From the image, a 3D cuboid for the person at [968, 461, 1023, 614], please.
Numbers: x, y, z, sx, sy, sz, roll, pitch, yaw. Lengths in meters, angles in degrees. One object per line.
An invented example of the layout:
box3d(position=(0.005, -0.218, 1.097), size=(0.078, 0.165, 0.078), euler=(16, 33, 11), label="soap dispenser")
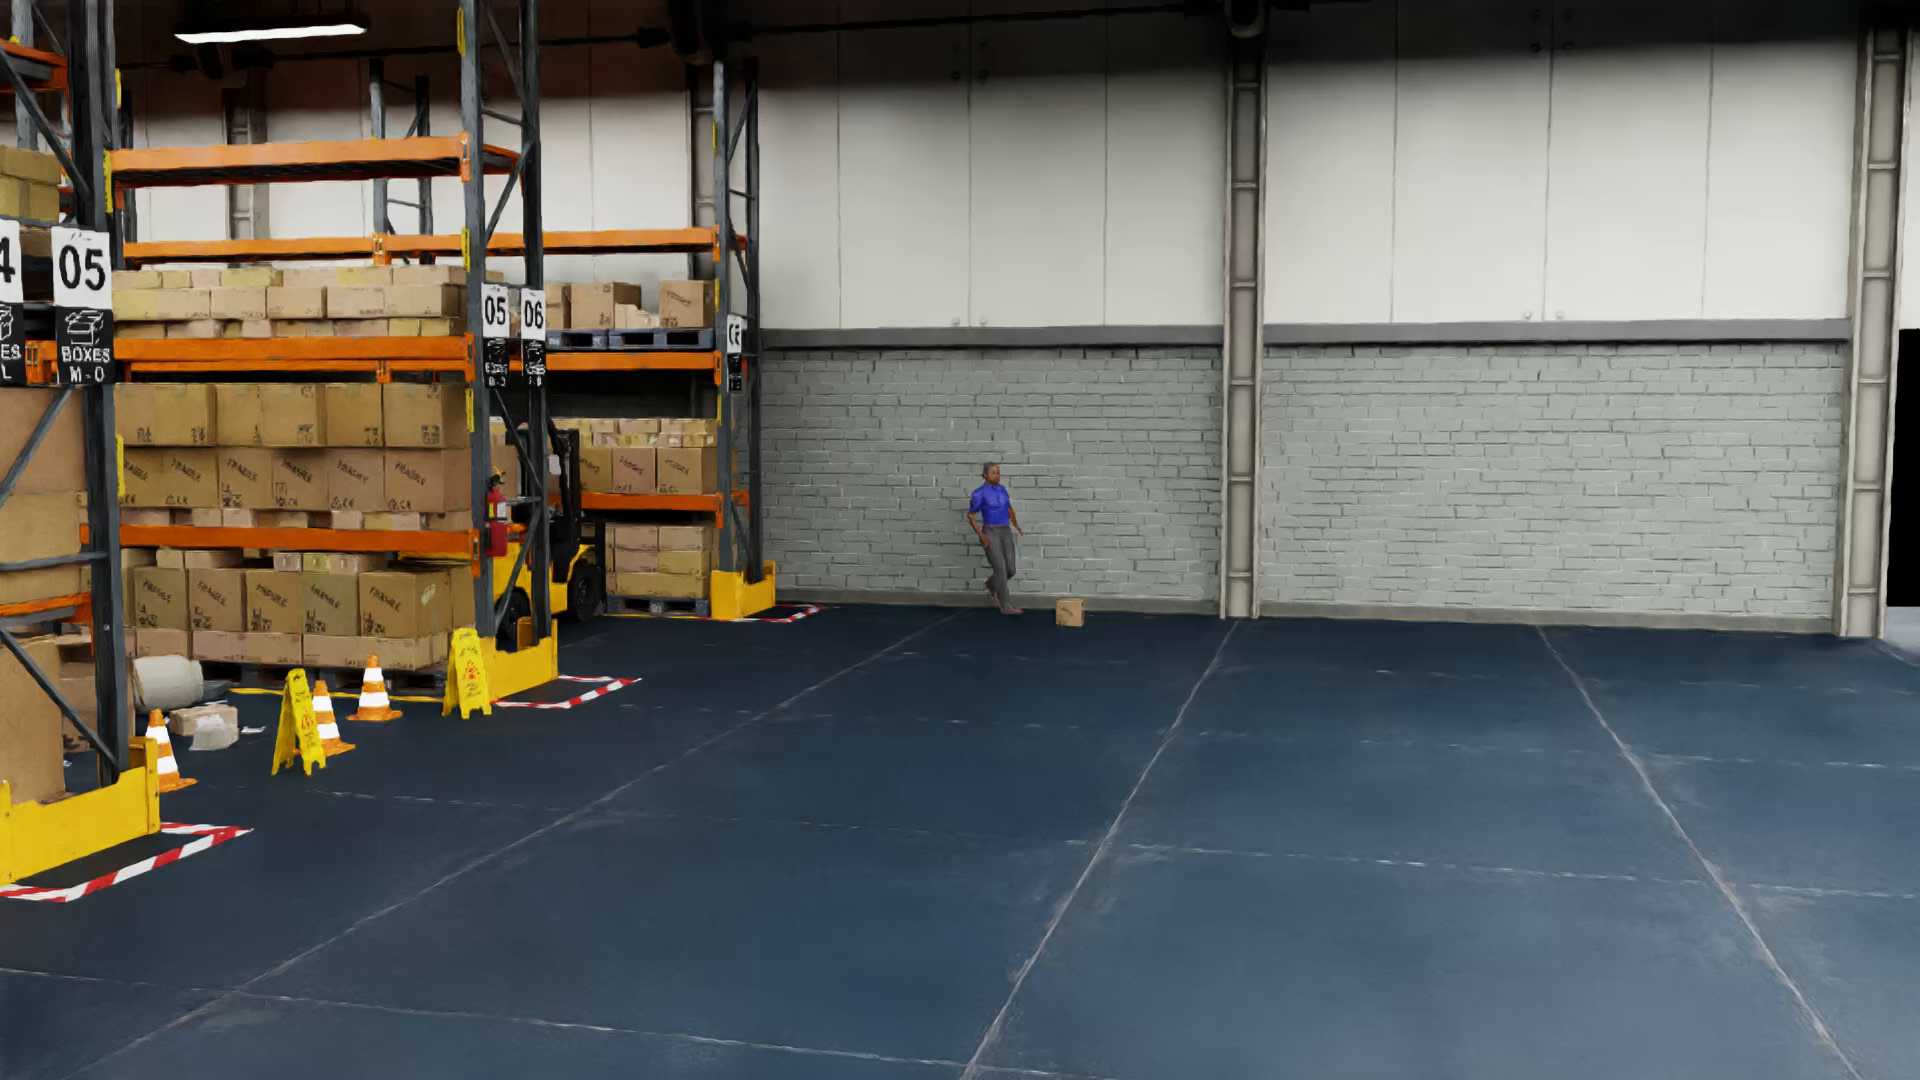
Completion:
box3d(position=(0.360, -0.024, 17.888), size=(0.586, 1.618, 0.720), euler=(-4, 6, -36), label="person")
